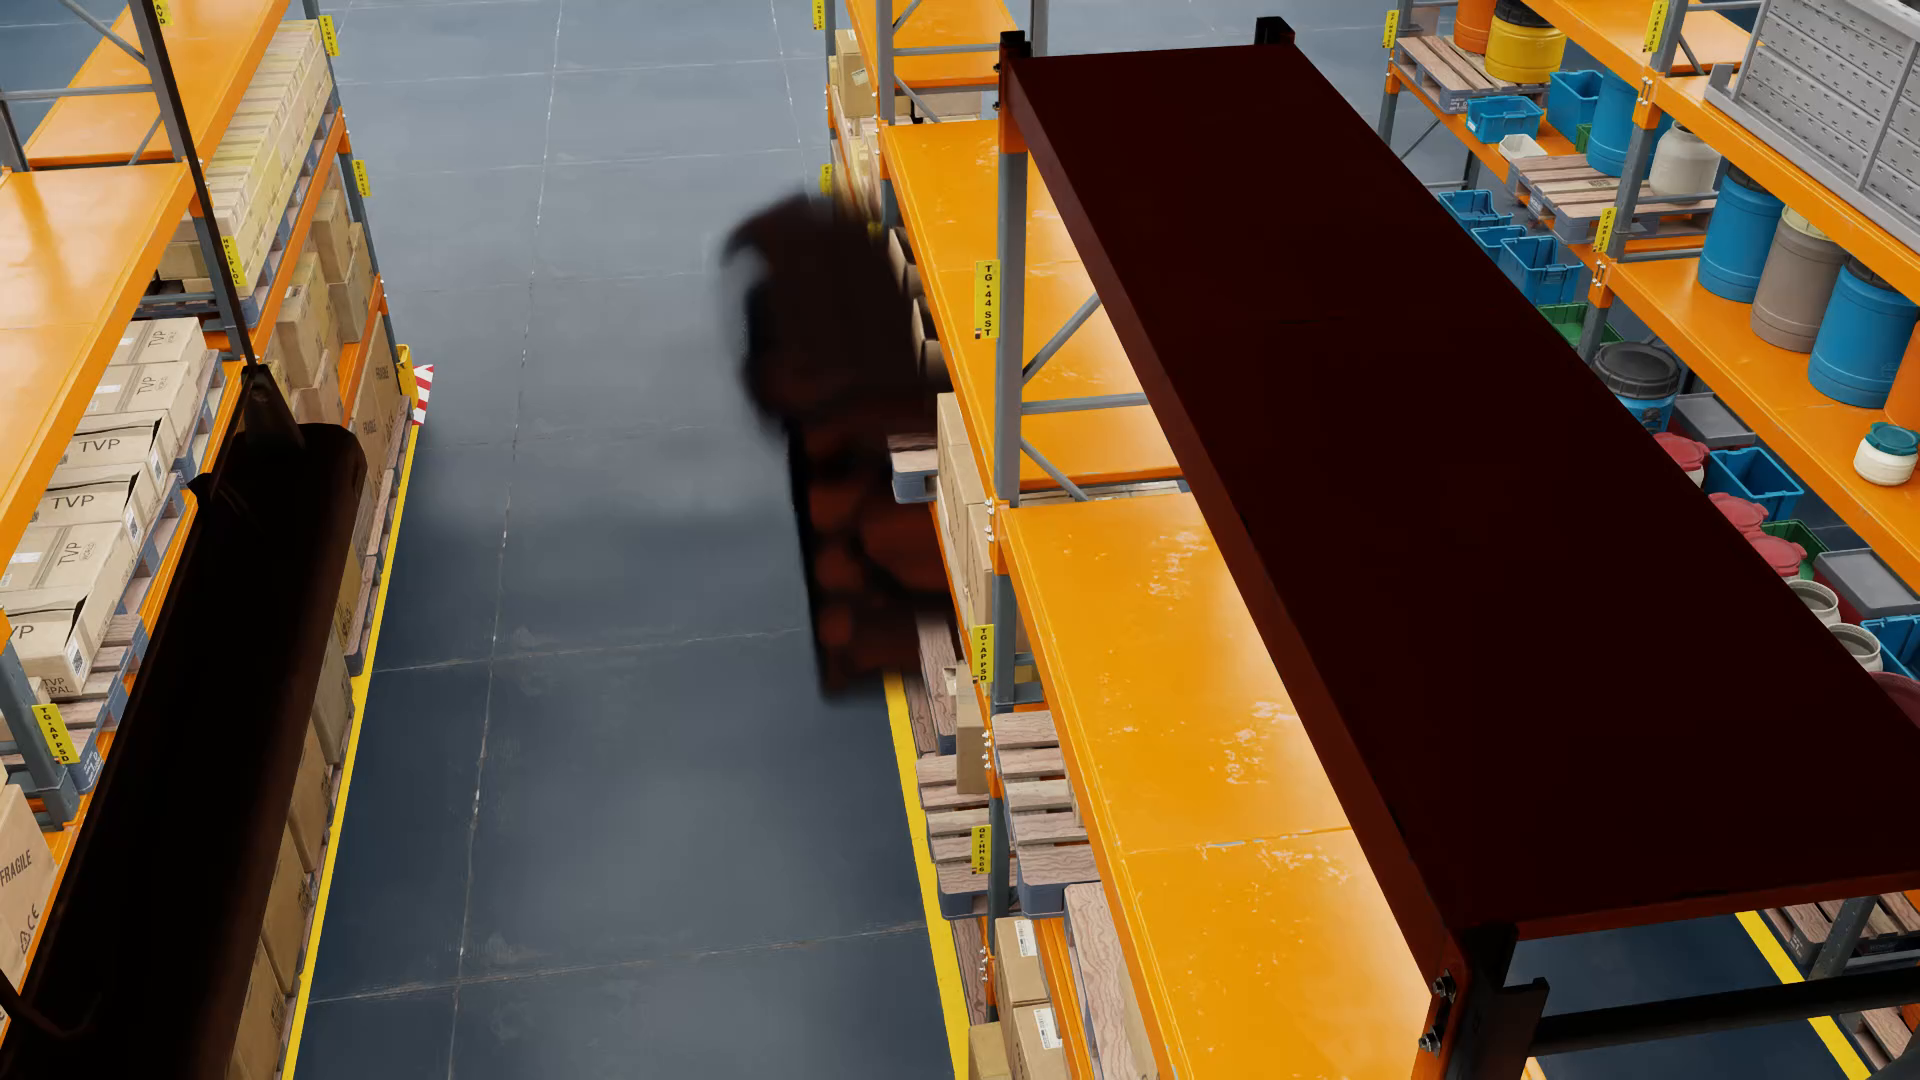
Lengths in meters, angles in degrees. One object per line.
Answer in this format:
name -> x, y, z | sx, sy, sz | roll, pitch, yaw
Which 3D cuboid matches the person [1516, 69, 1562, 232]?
person -> 6.282, -4.224, 17.843 | 0.559, 1.672, 0.687 | -9, 37, -12
